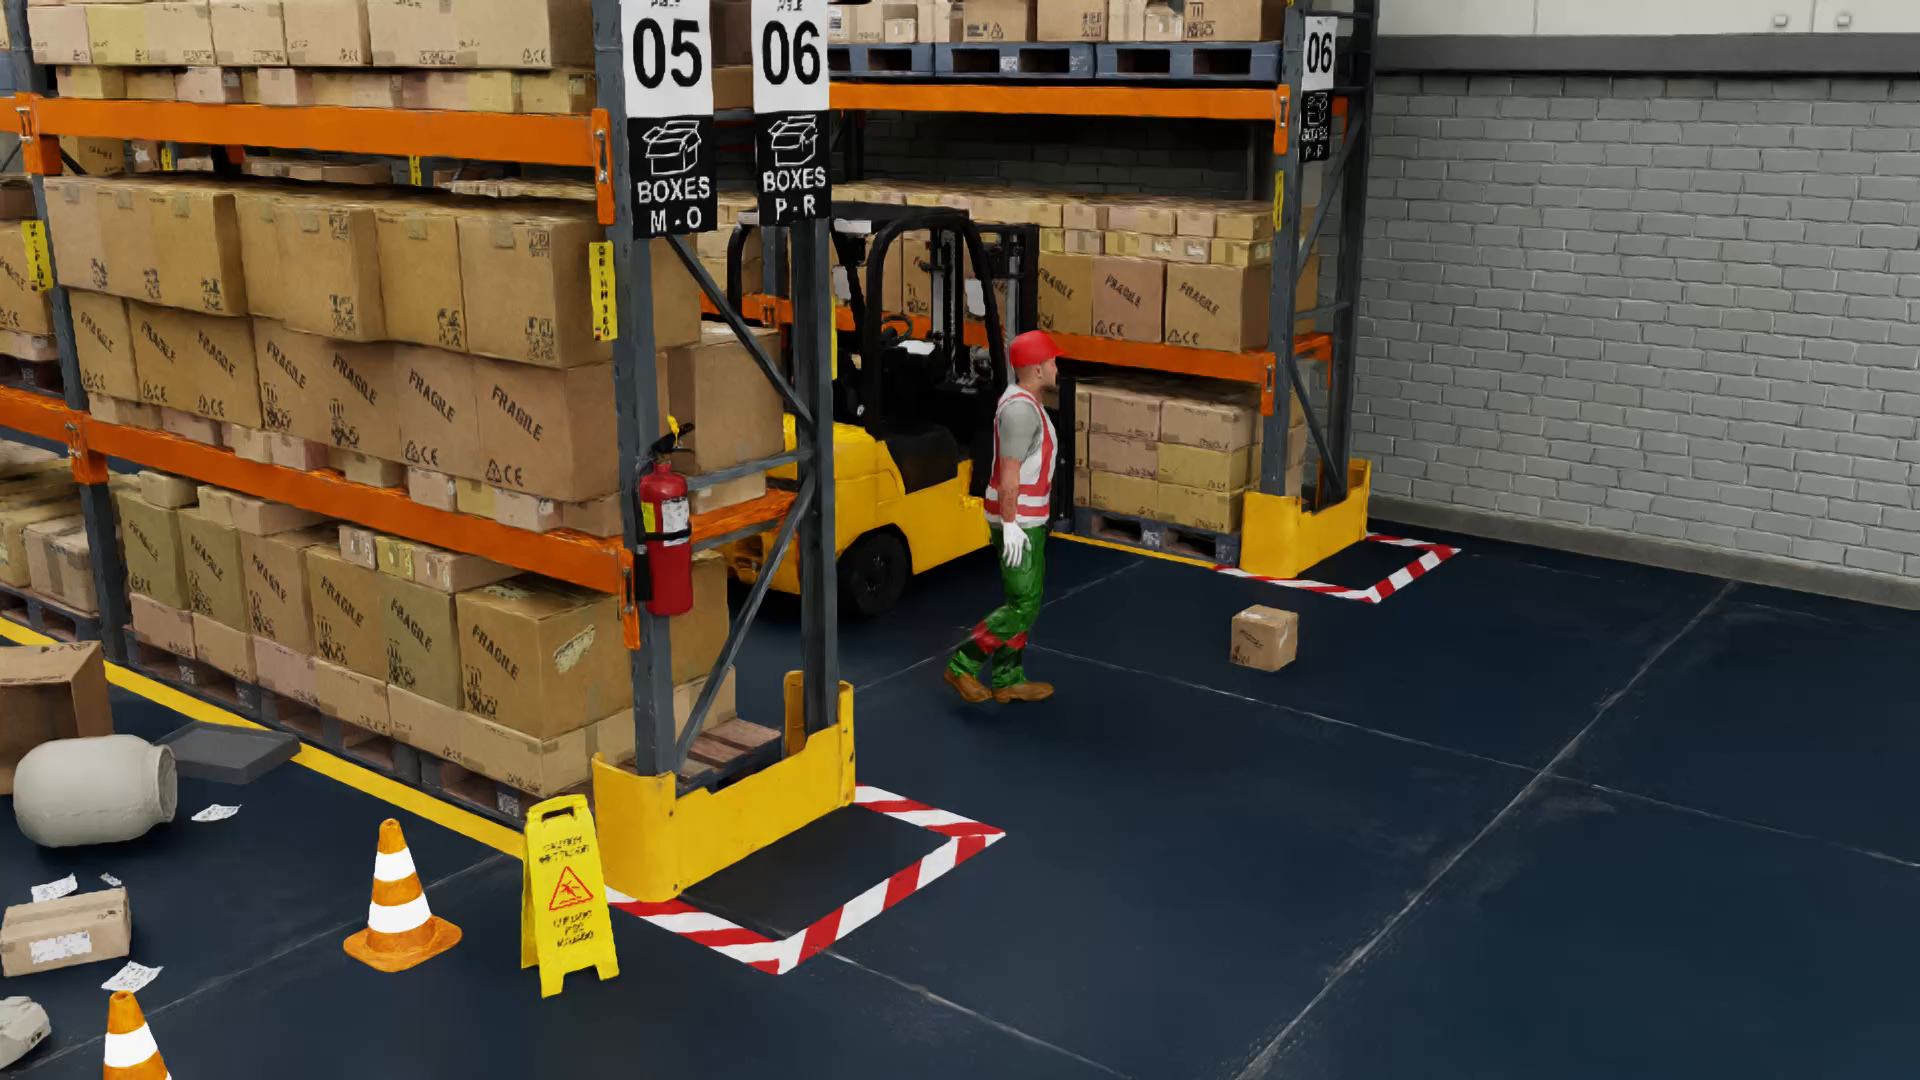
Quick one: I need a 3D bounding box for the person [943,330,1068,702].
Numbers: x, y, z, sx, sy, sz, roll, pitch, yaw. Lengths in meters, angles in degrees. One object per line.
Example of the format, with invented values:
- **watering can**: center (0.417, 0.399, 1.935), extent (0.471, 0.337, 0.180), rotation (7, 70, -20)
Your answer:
- **person**: center (0.207, -0.087, 7.790), extent (0.566, 1.780, 0.590), rotation (1, 16, 4)
